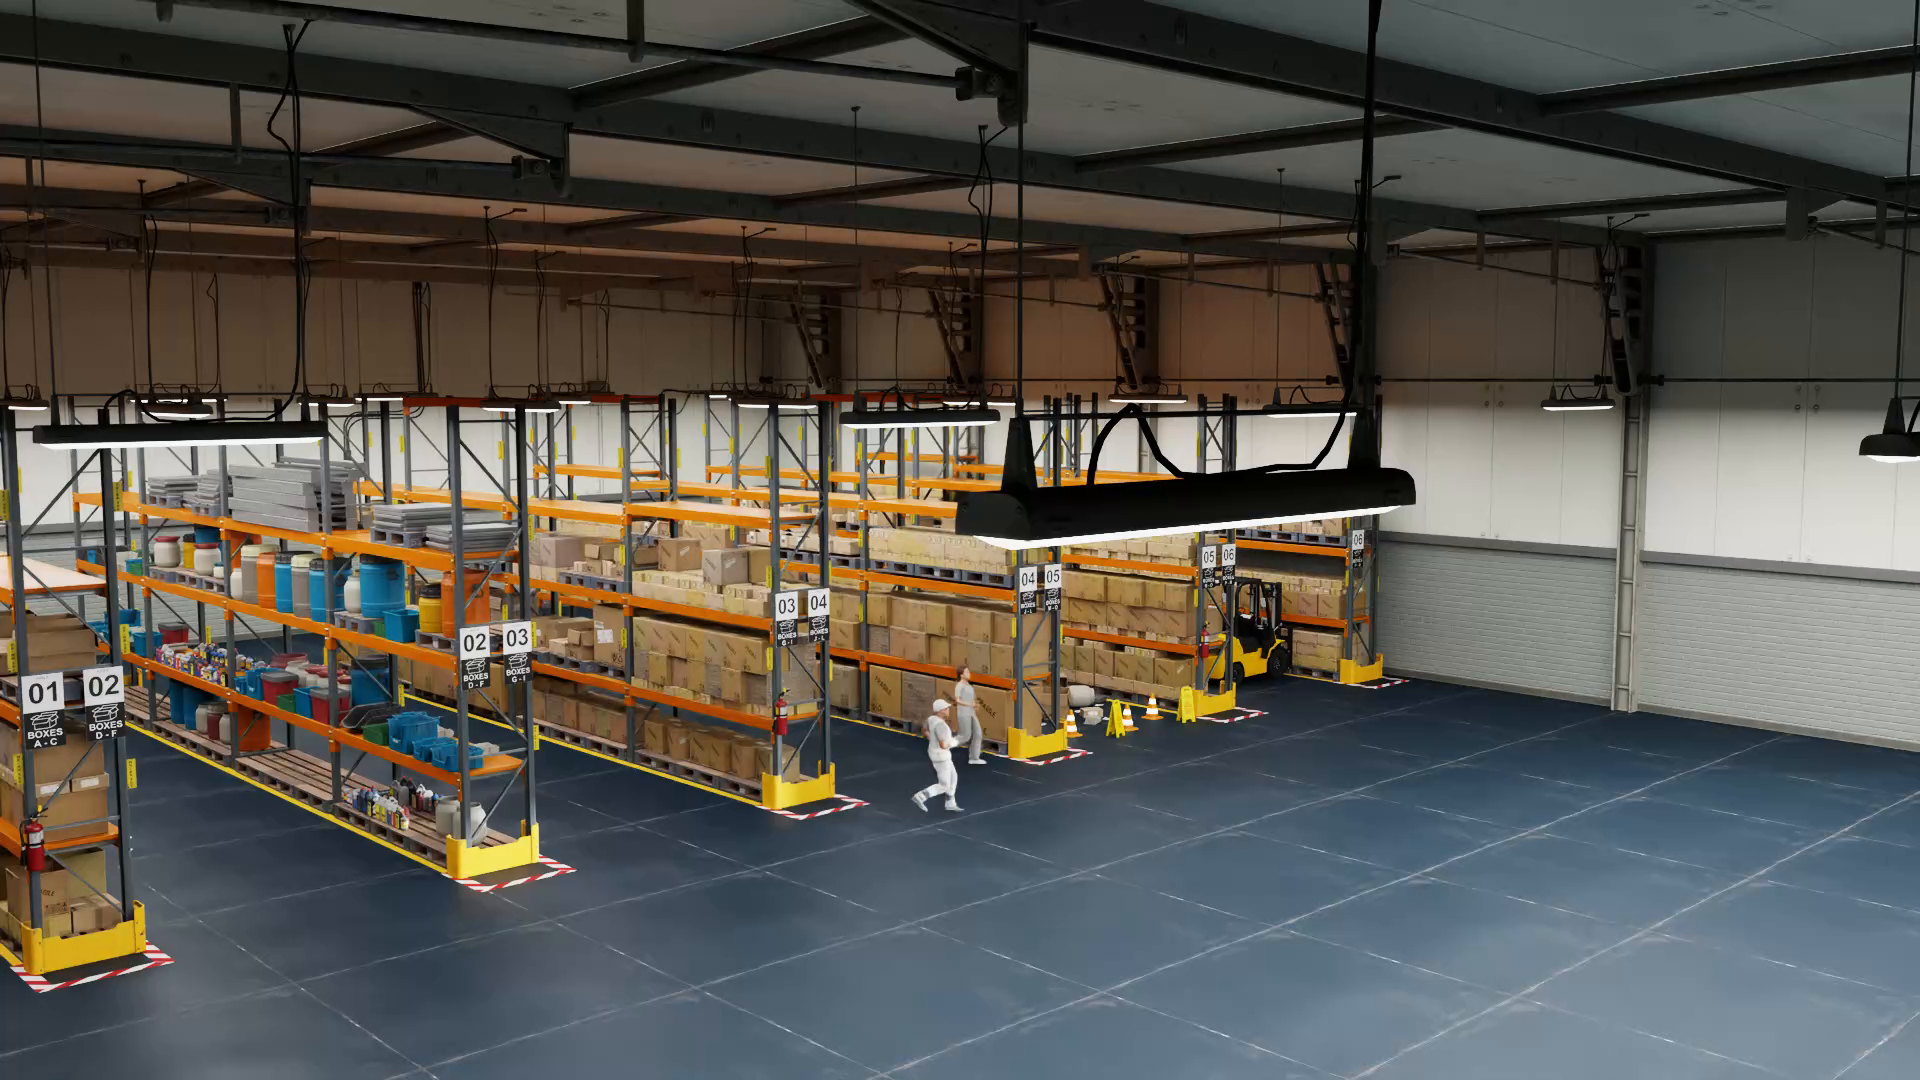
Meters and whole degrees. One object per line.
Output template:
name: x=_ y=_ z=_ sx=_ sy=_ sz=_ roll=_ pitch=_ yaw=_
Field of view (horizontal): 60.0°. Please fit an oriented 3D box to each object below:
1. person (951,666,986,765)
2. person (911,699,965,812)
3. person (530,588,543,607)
person: x=0.061 y=2.873 z=27.375 sx=0.797 sy=1.632 sz=0.584 roll=2 pitch=6 yaw=21
person: x=-0.297 y=3.160 z=24.057 sx=0.858 sy=1.754 sz=0.689 roll=-1 pitch=6 yaw=-12
person: x=-10.298 y=1.644 z=40.619 sx=0.639 sy=1.576 sz=0.582 roll=-3 pitch=6 yaw=-27
